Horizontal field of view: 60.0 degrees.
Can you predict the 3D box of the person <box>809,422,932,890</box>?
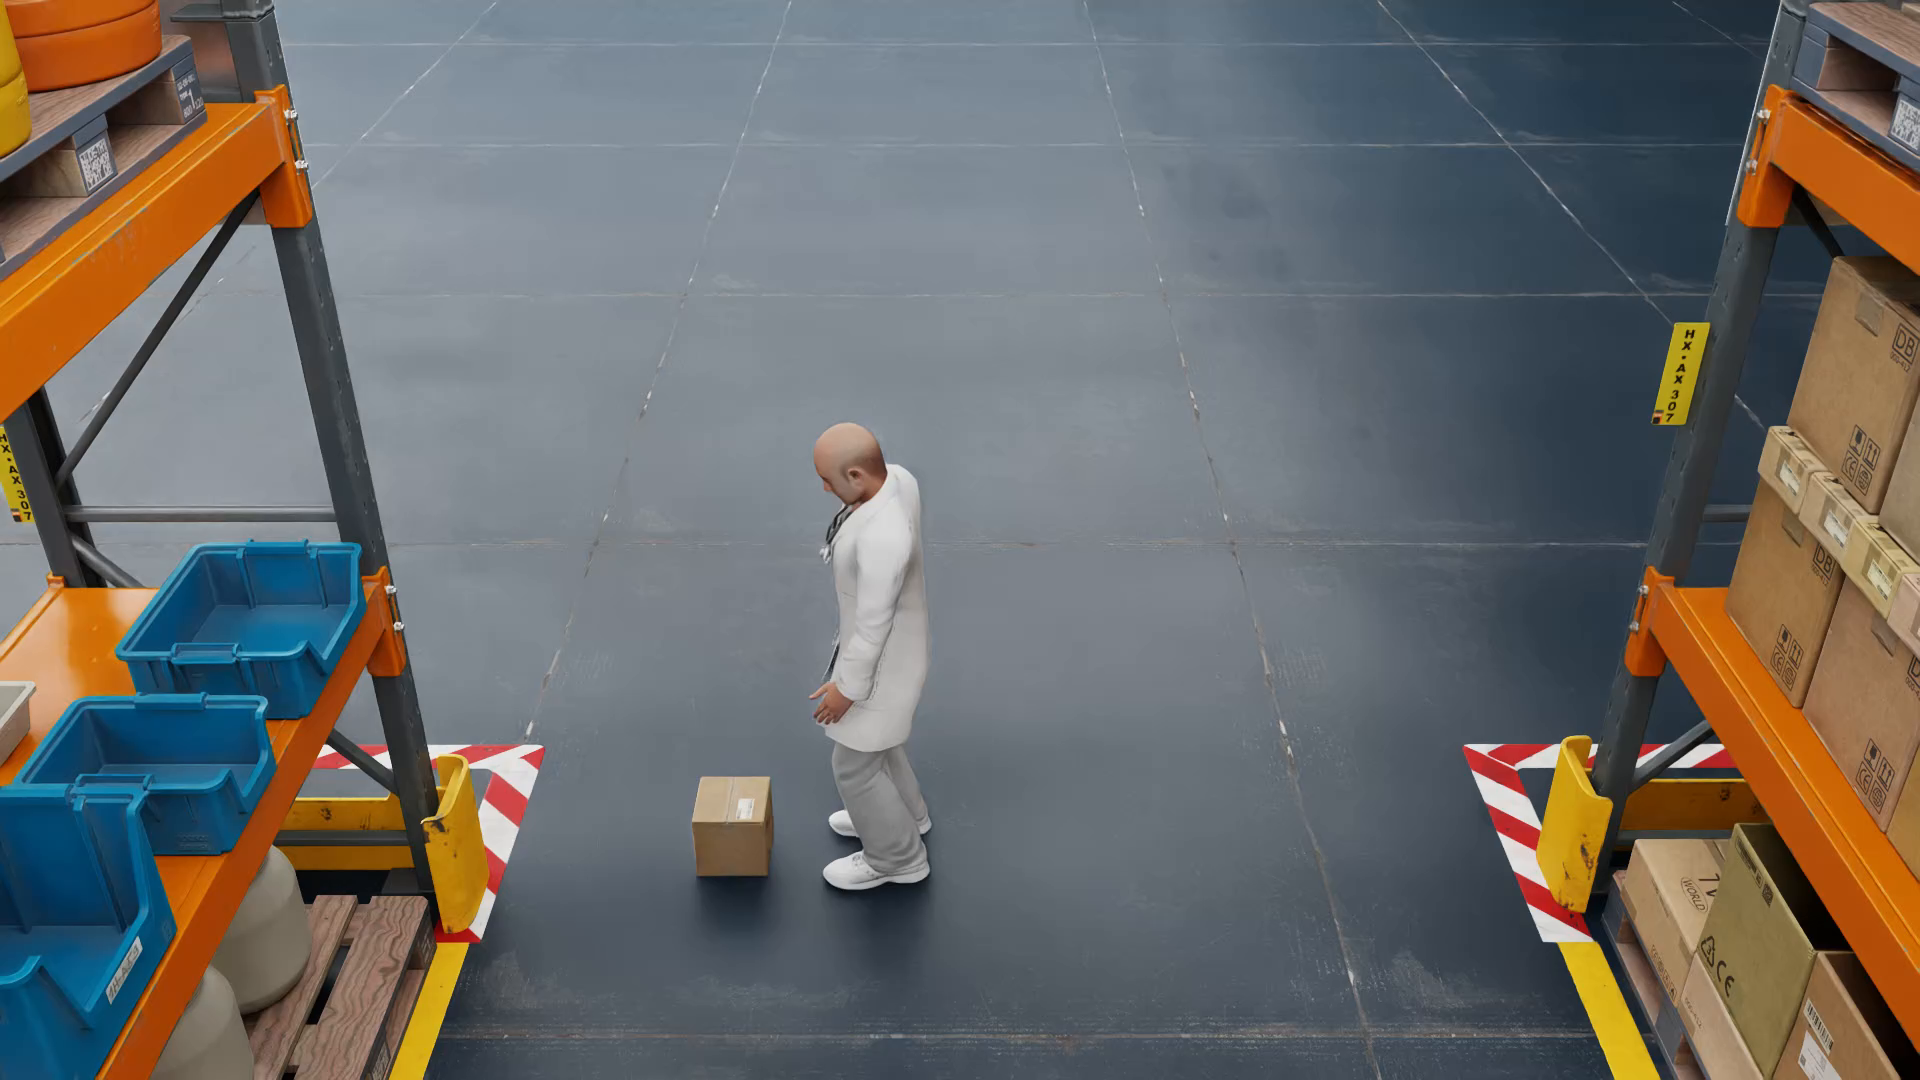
[{"bbox_3d":[-0.292,0.397,5.527,0.385,1.752,0.579,1,31,1],"label":"person"}]
